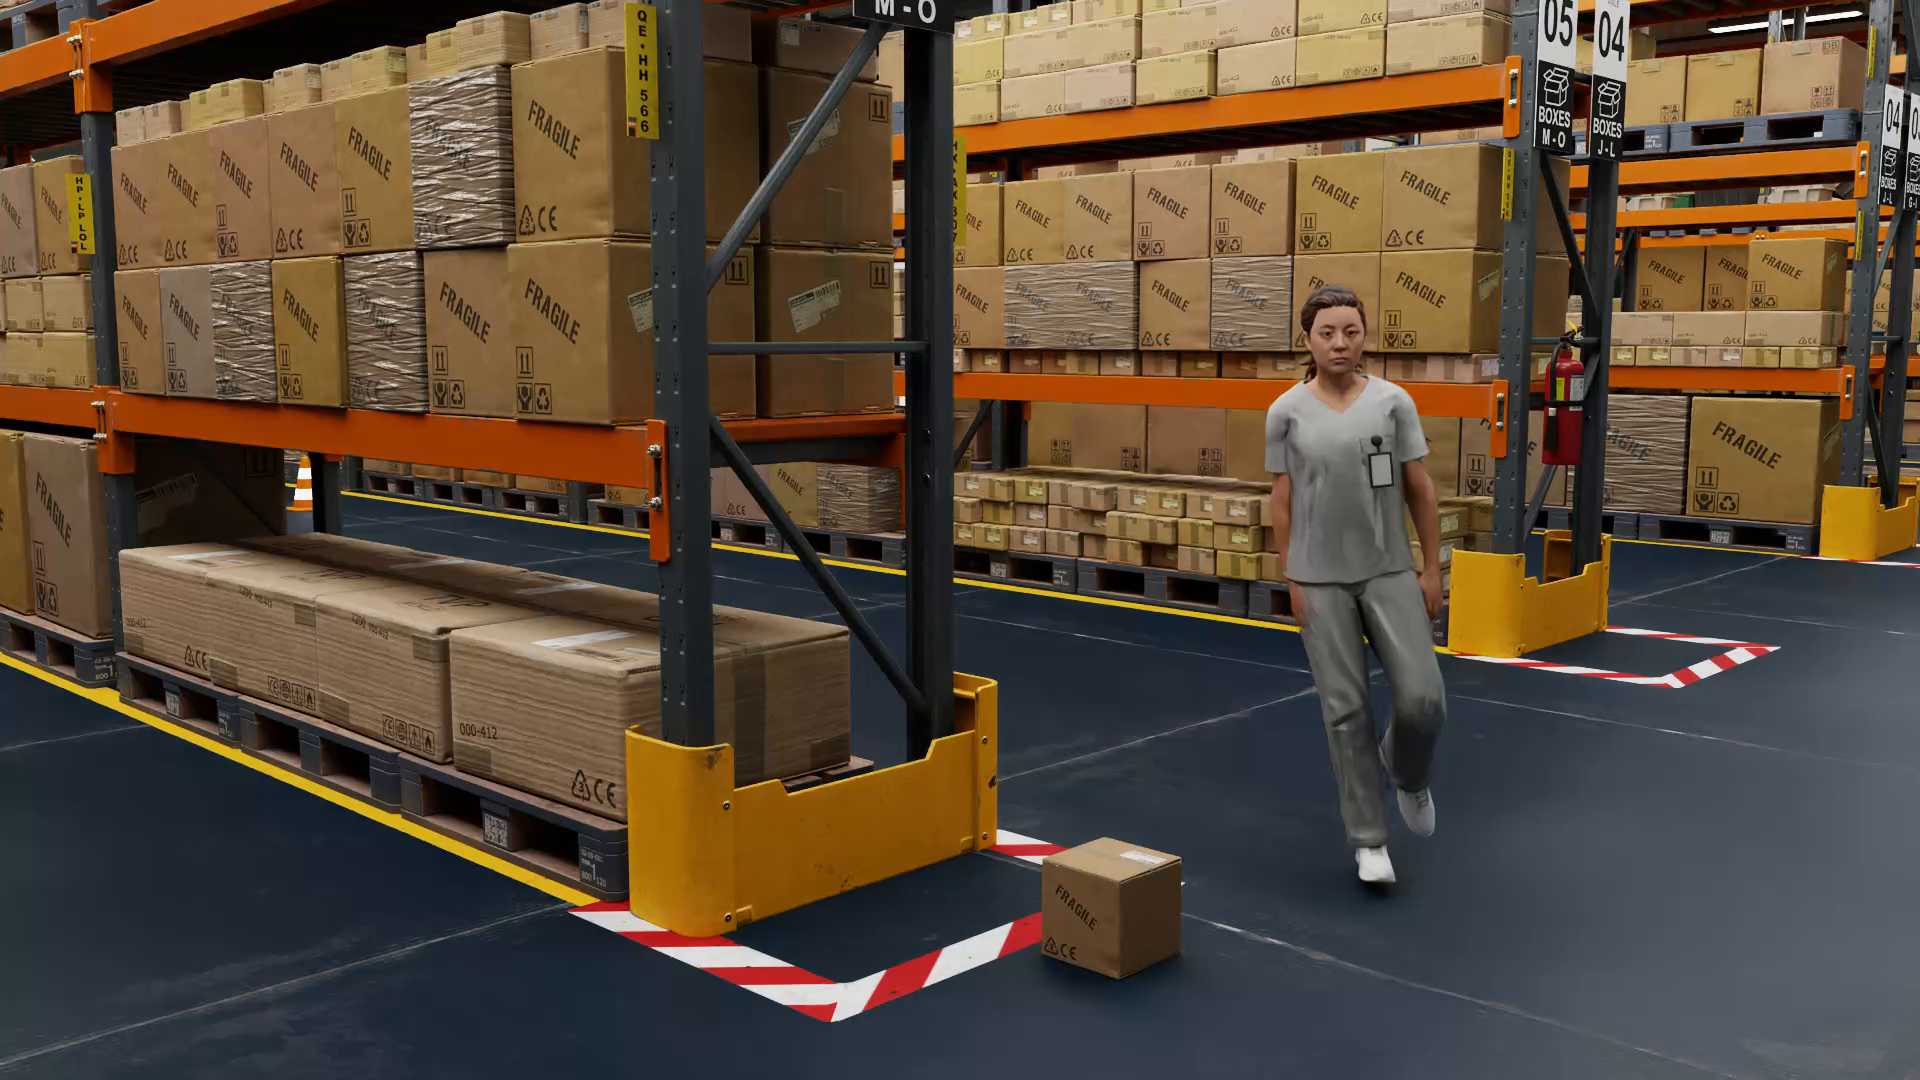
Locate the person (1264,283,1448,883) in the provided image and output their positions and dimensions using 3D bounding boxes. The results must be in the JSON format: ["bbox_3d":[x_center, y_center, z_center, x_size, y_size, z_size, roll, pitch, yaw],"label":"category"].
[{"bbox_3d":[1.124,0.110,4.708,0.532,1.656,0.509,1,7,7],"label":"person"}]
